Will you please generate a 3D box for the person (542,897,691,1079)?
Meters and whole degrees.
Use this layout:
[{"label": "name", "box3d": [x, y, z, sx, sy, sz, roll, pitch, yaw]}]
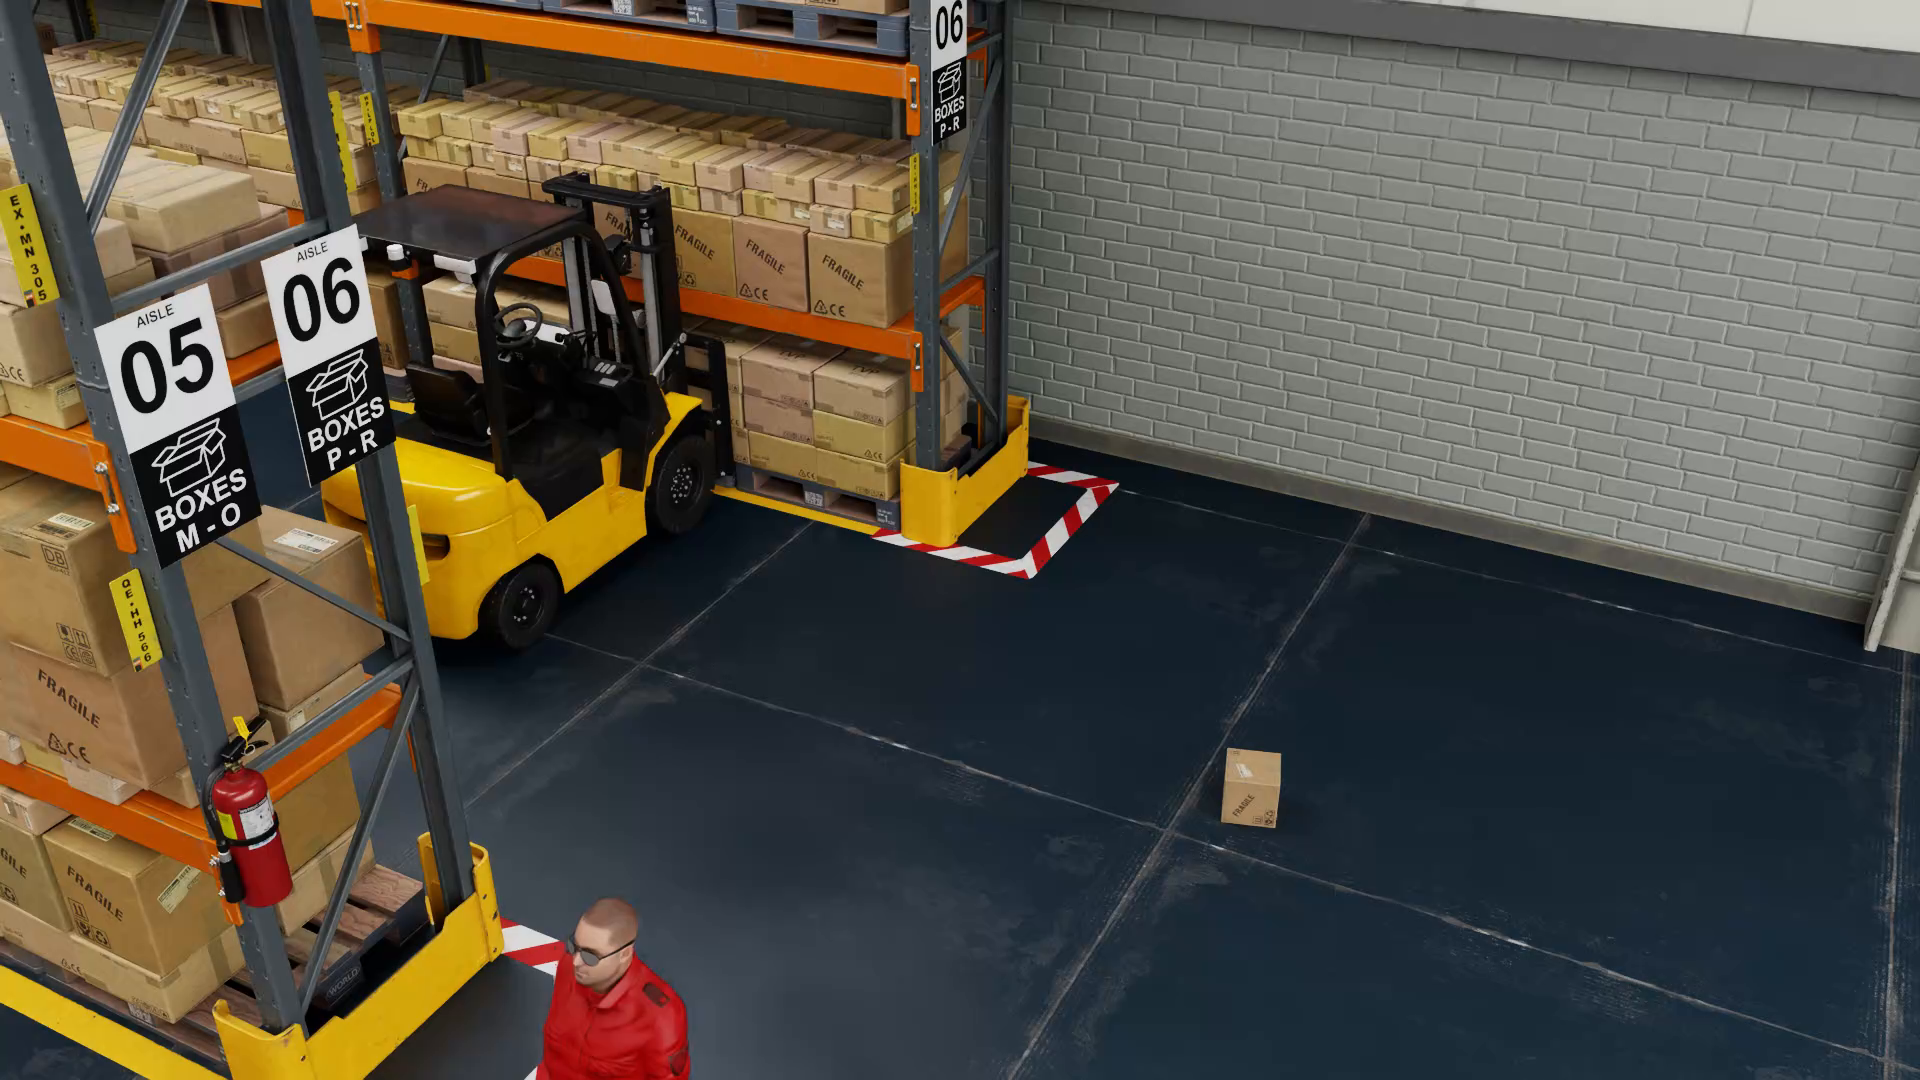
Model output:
[{"label": "person", "box3d": [-1.050, 1.817, 5.148, 0.540, 1.674, 1.033, 17, 34, 27]}]
